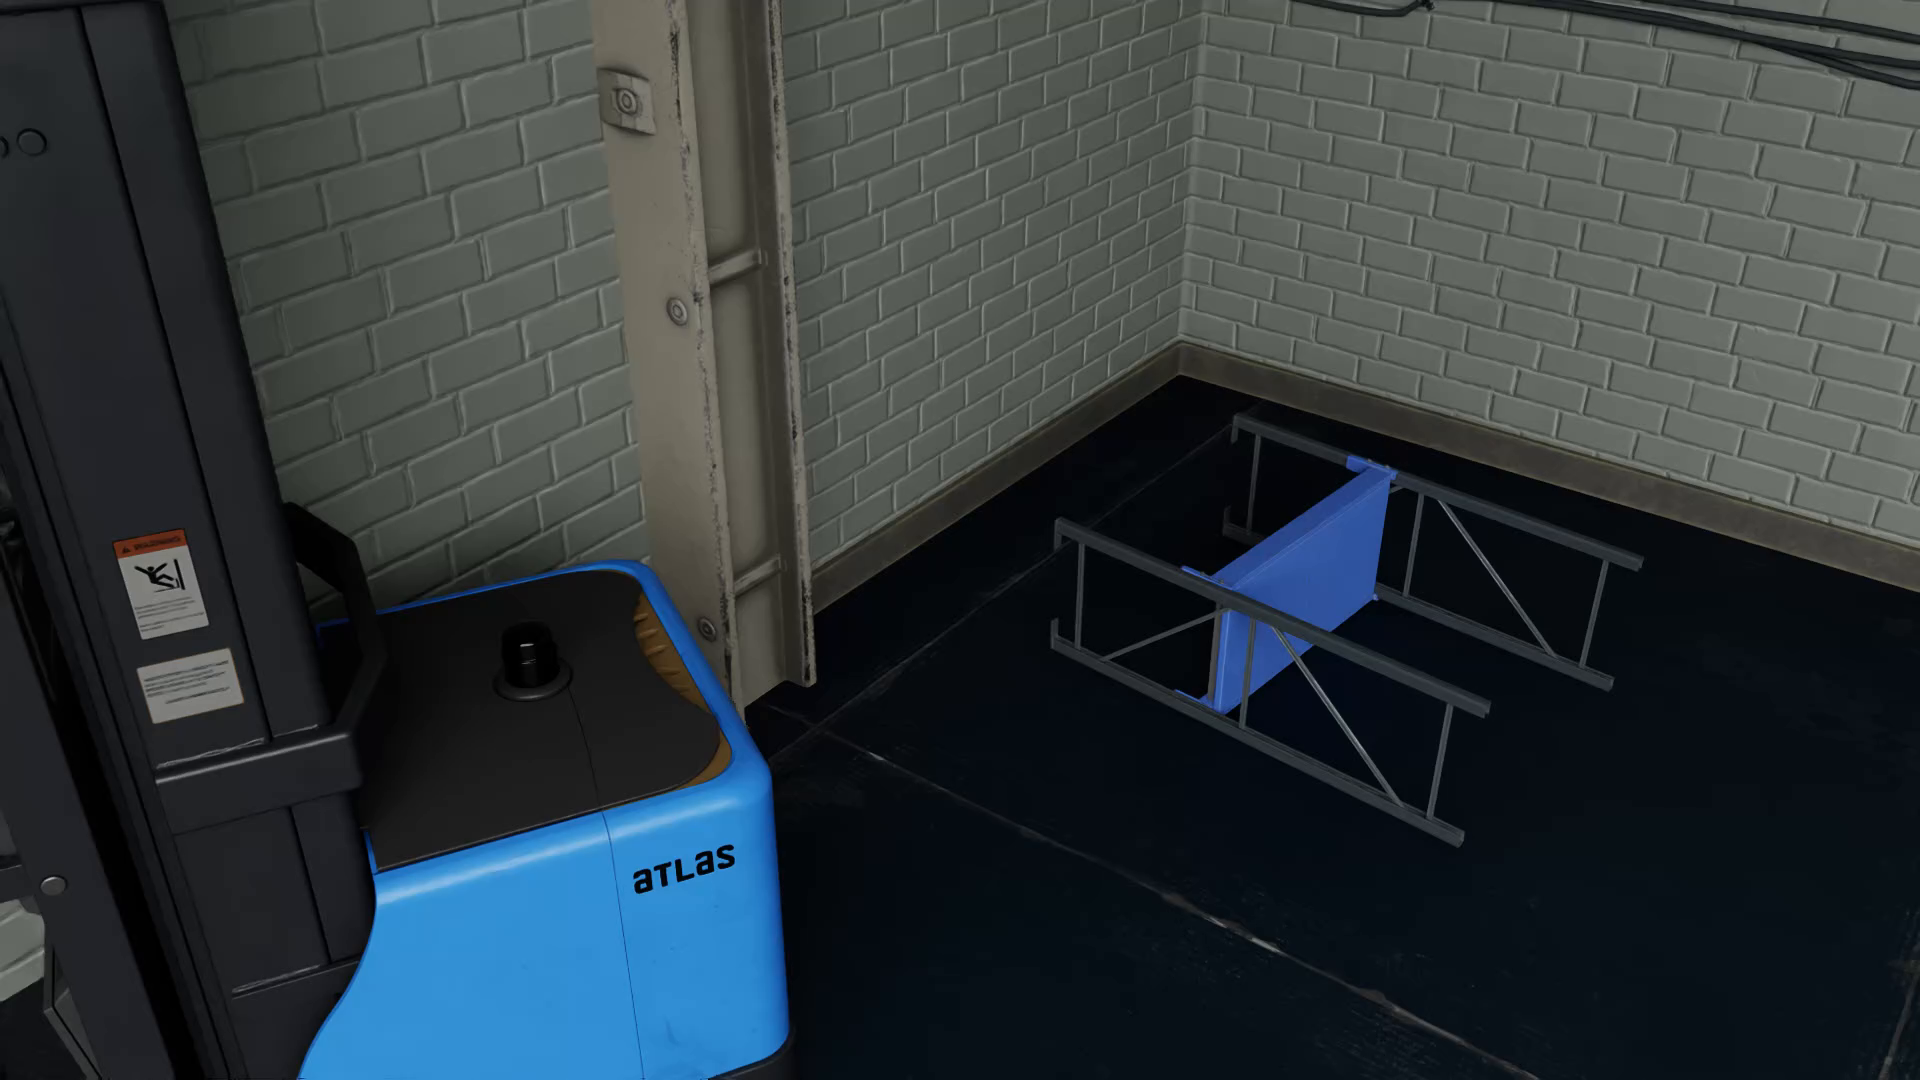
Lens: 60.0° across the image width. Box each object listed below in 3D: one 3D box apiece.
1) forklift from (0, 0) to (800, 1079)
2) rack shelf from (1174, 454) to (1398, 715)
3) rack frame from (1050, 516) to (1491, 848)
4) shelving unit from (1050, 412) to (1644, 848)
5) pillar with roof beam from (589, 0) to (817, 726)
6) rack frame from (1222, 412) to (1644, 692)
[{"bbox_3d":[-1.931,0.228,2.990,3.031,2.935,1.130,-13,33,-21],"label":"forklift"},{"bbox_3d":[1.077,0.146,5.475,0.185,0.538,1.000,25,39,35],"label":"rack shelf"},{"bbox_3d":[0.870,0.400,5.047,1.500,0.500,0.032,25,39,35],"label":"rack frame"},{"bbox_3d":[1.211,0.208,5.372,1.500,0.538,1.048,25,39,35],"label":"shelving unit"},{"bbox_3d":[2.725,-2.052,0.886,9.100,9.000,0.400,21,37,31],"label":"pillar with roof beam"},{"bbox_3d":[1.551,0.015,5.696,1.500,0.500,0.032,25,39,35],"label":"rack frame"}]
